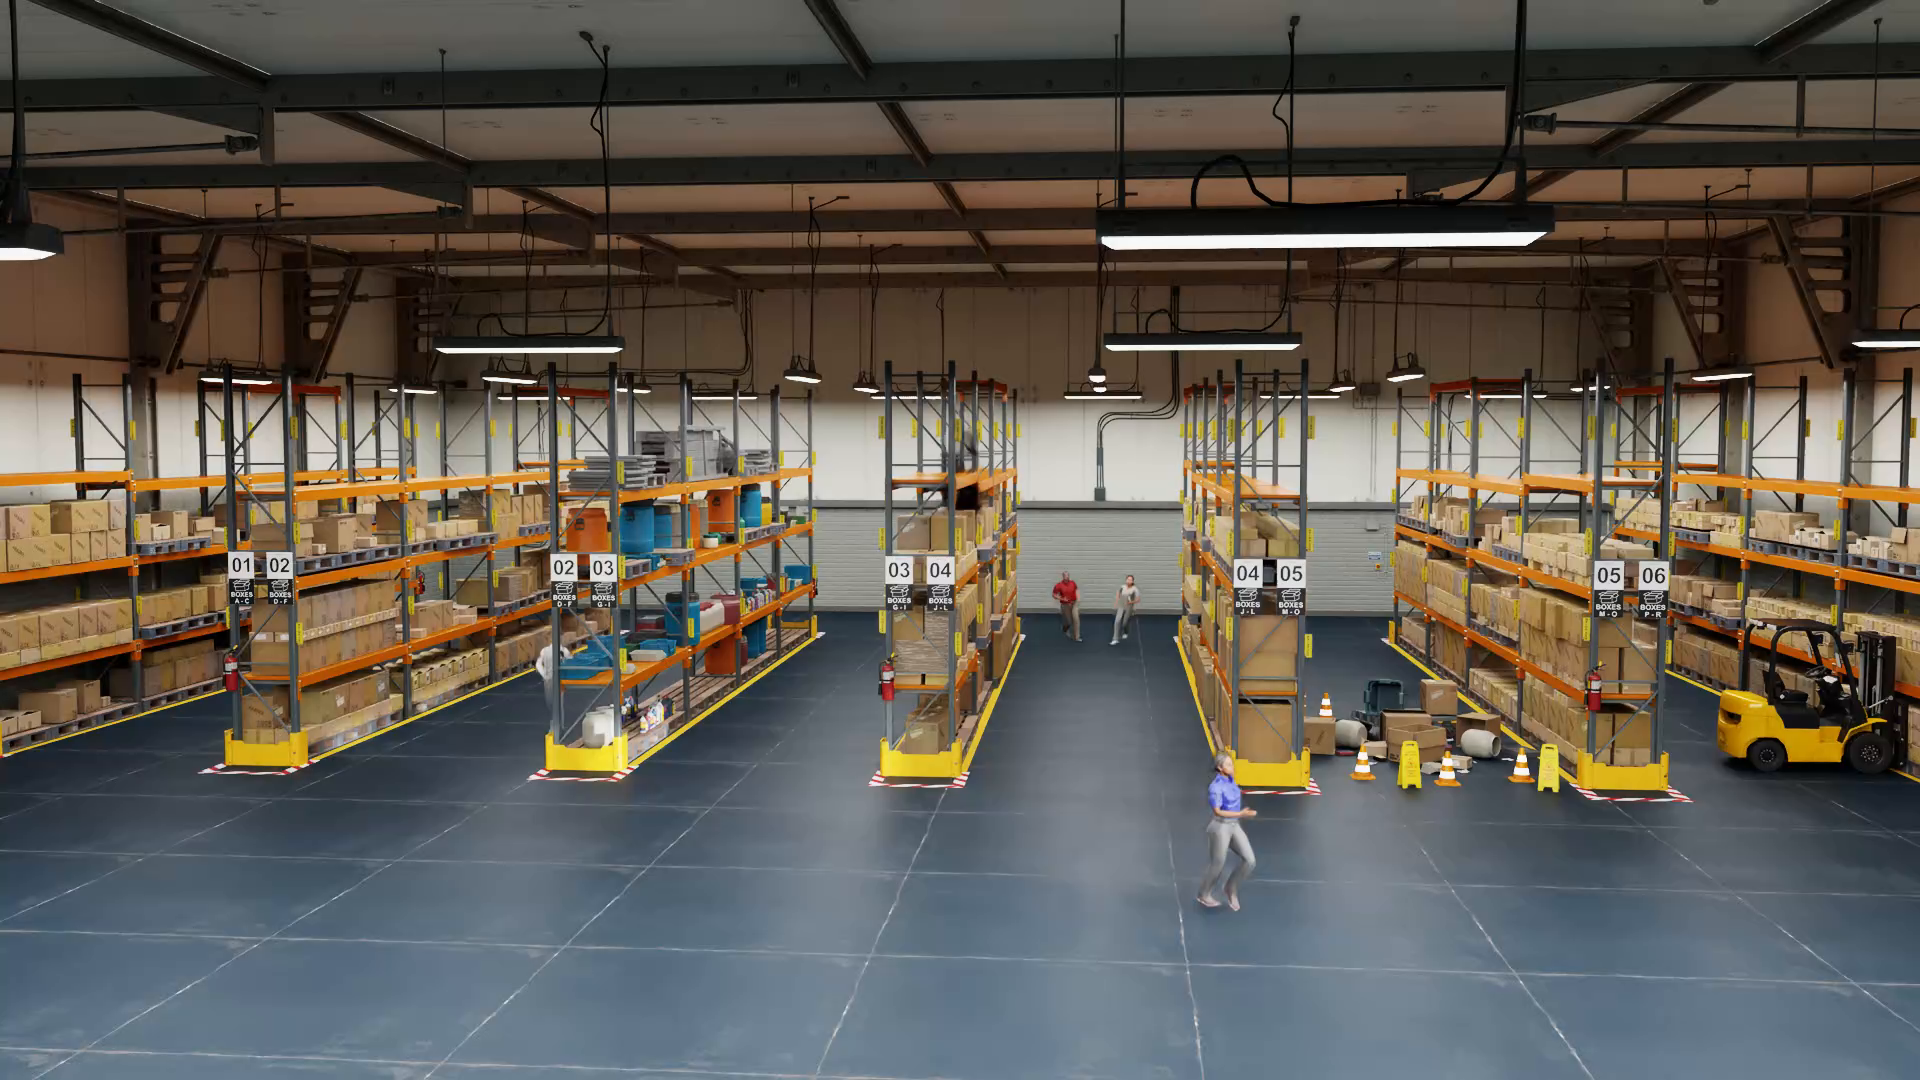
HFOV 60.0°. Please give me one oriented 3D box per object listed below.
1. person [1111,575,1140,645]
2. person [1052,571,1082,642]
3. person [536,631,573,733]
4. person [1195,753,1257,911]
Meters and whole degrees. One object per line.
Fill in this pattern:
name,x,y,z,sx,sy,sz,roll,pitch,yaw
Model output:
person,3.936,1.620,39.026,0.602,1.627,0.886,2,4,23
person,2.540,1.574,39.506,0.708,1.669,0.834,-1,4,-20
person,-6.783,2.344,27.853,0.623,1.682,0.764,0,4,-2
person,2.782,3.044,17.283,0.688,1.664,0.544,3,5,42
